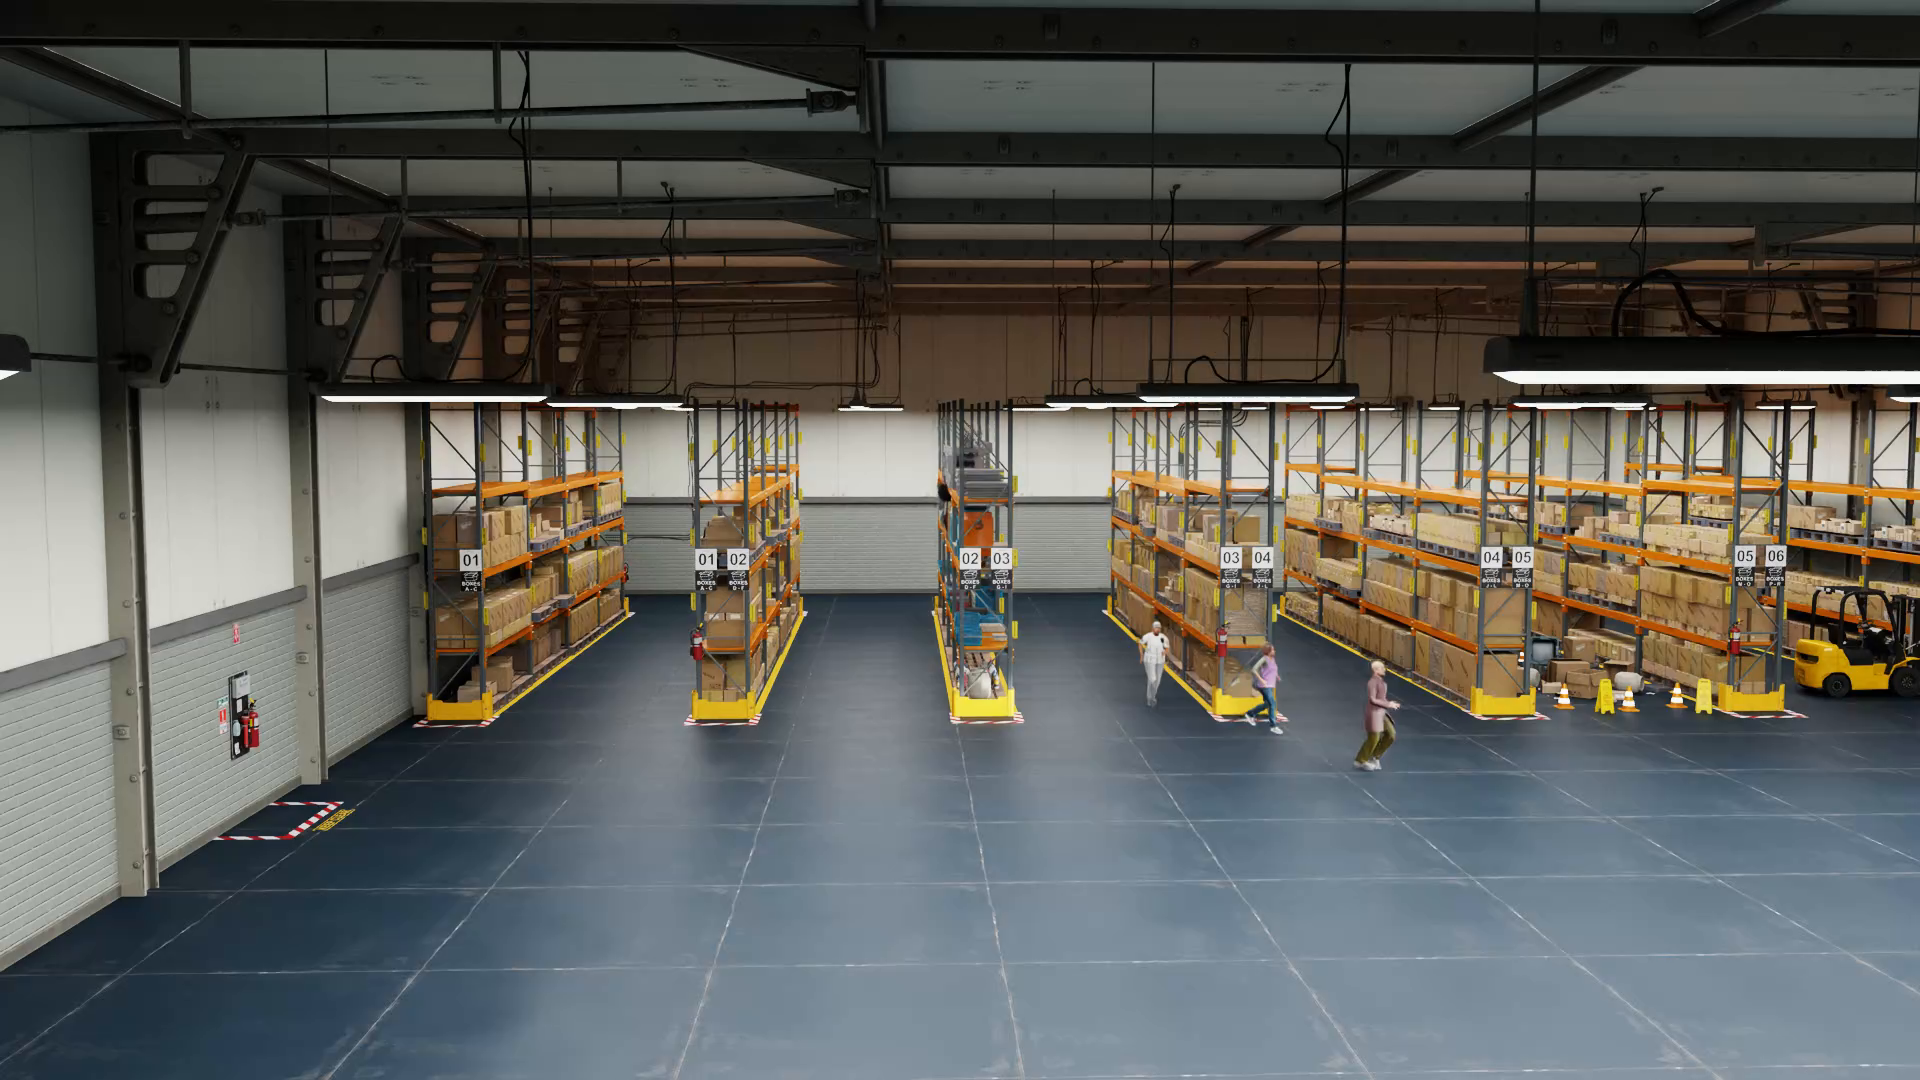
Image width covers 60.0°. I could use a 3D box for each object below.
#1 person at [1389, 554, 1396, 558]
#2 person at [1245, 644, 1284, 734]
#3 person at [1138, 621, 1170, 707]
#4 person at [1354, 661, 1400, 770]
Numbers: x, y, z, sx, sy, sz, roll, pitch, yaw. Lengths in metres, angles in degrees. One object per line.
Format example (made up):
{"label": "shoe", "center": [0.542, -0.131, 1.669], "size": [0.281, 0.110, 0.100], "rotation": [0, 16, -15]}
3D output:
{"label": "person", "center": [13.097, 1.225, 49.140], "size": [0.963, 1.621, 0.604], "rotation": [-1, 4, -7]}
{"label": "person", "center": [5.497, 2.655, 29.943], "size": [0.795, 1.596, 0.558], "rotation": [3, 5, 34]}
{"label": "person", "center": [3.823, 2.439, 32.607], "size": [0.566, 1.697, 0.783], "rotation": [-1, 4, -11]}
{"label": "person", "center": [6.707, 2.931, 26.662], "size": [0.744, 1.597, 0.732], "rotation": [3, 5, 31]}
